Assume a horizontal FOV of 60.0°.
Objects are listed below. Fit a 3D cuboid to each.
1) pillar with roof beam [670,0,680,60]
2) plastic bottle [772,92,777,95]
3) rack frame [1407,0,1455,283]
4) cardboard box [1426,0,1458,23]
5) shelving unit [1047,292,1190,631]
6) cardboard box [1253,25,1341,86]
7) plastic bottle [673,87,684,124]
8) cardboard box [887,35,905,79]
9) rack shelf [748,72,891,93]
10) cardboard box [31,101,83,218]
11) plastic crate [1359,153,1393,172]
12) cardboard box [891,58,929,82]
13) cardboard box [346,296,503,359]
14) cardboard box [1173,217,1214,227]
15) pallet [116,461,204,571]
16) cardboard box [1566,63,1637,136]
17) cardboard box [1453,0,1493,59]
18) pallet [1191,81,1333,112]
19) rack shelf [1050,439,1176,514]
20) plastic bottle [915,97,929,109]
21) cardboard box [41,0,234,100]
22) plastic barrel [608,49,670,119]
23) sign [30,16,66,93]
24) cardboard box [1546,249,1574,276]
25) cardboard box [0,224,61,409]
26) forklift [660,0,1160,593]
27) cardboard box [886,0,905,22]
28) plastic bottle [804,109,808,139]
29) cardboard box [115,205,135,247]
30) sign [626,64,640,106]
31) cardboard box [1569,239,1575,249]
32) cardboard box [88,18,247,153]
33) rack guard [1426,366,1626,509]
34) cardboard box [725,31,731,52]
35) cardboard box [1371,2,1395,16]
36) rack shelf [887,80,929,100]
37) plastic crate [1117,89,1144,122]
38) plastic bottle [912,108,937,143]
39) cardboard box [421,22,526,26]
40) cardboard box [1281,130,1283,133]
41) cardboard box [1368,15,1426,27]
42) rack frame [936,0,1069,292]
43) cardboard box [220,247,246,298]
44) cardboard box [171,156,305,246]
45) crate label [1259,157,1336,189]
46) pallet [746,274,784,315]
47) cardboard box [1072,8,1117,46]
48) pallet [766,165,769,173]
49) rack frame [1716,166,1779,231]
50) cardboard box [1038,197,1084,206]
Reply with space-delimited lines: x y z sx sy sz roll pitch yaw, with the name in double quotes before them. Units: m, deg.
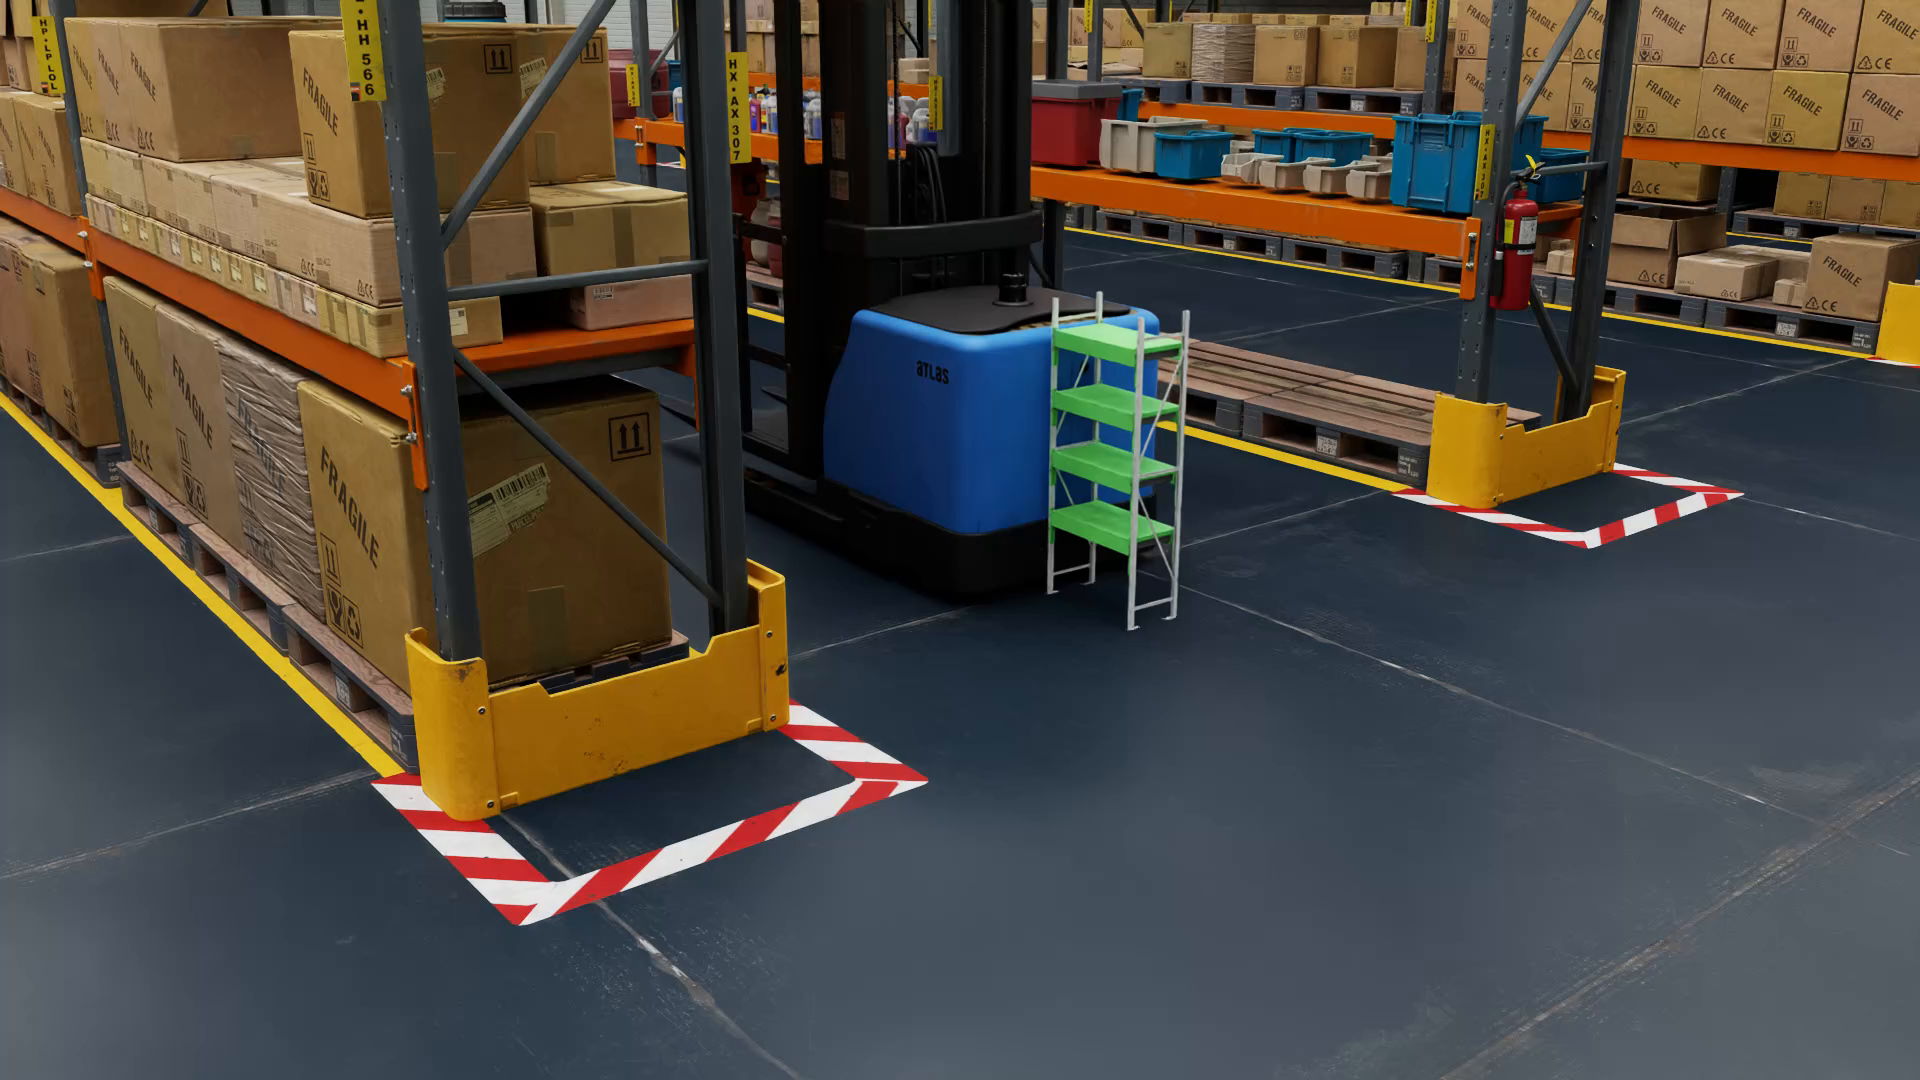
"pillar with roof beam" -9.119 -12.556 30.967 9.100 9.000 0.400 -14 23 -36
"plastic bottle" -1.476 -3.562 13.533 0.061 0.283 0.133 -14 23 -36
"rack frame" 4.164 -3.671 13.676 1.000 3.000 0.127 -14 23 -36
"cardboard box" 5.659 -6.009 18.880 0.500 0.250 0.500 -13 23 -35
"shelving unit" 0.595 -0.309 6.387 0.258 1.200 0.503 -13 22 -34
"cardboard box" 3.019 -4.341 14.872 0.500 0.500 0.700 13 23 35
"plastic bottle" -2.190 -3.462 13.242 0.152 0.276 0.135 -14 23 -36
"cardboard box" -1.084 -5.797 19.940 0.700 0.500 0.500 -15 23 -38
"rack shelf" -2.045 -5.793 21.230 1.077 0.370 4.000 -14 23 -36
"cardboard box" -4.108 -1.847 8.011 0.500 0.500 0.500 -14 23 -36
"plastic crate" 2.312 -2.010 8.984 0.250 0.136 0.298 -14 23 -36
"cardboard box" -0.463 -5.458 19.312 0.500 0.250 0.500 -12 22 -33
"cardboard box" -1.600 -0.657 4.973 0.380 0.149 0.250 -13 23 -35
"cardboard box" 2.376 -3.258 15.706 0.500 0.500 0.500 -14 23 -37
"pallet" -3.193 -0.212 7.666 1.003 0.211 1.213 -14 23 -36
"cardboard box" 4.896 -3.290 12.367 0.500 0.500 0.500 -14 23 -36
"cardboard box" 4.236 -4.022 12.986 0.500 0.500 0.500 -13 22 -35
"pallet" 2.891 -4.087 15.238 1.003 0.211 1.213 -14 23 -36
"rack shelf" 0.595 -0.248 6.407 0.258 0.148 0.480 -13 22 -34
"plastic bottle" -0.285 -3.062 12.036 0.152 0.276 0.135 -14 23 -36
"cardboard box" -4.007 -2.418 8.137 0.797 0.503 0.637 -15 23 -38
"plastic barrel" -2.731 -3.810 13.881 0.600 0.536 0.708 -14 23 -36
"sign" -4.023 -2.142 7.343 0.100 0.325 0.005 -14 23 -36
"cardboard box" 4.800 -2.178 12.974 0.380 0.166 0.250 -14 23 -36
"cardboard box" -4.573 -1.303 9.236 1.225 0.875 0.875 -15 23 -38
"forklift" -0.441 -1.583 7.482 1.130 2.935 3.031 -13 22 -34
"cardboard box" -1.084 -6.413 19.736 0.700 0.500 0.500 -14 23 -36
"plastic bottle" -1.080 -2.972 11.883 0.097 0.201 0.097 0 18 0
"cardboard box" -3.354 -1.351 7.072 0.380 0.149 0.250 -13 22 -34
"sign" -2.632 -3.659 13.380 0.100 0.325 0.005 -14 23 -36
"cardboard box" 5.206 -2.333 13.214 0.500 0.311 0.500 -14 23 -36
"cardboard box" -3.207 -1.873 6.820 0.500 0.500 0.500 -14 23 -36
"rack guard" 2.787 -0.529 8.165 1.175 0.500 0.348 -14 23 -36
"cardboard box" -2.677 -6.429 21.847 0.700 0.500 0.500 -13 22 -35
"cardboard box" 5.112 -6.344 19.858 0.250 0.149 0.380 16 24 39
"rack shelf" 0.438 -4.808 18.254 1.077 0.370 4.000 -14 23 -36
"plastic crate" 0.836 -2.677 10.606 0.392 0.384 0.575 -14 23 -36
"plastic bottle" -0.219 -2.680 10.881 0.152 0.276 0.135 -14 23 -36
"cardboard box" -1.844 -1.599 5.992 0.500 0.500 0.500 -15 23 -38
"cardboard box" 4.514 -5.080 21.209 0.700 0.500 0.500 -14 23 -36
"cardboard box" 5.261 -5.994 19.834 0.500 0.500 0.700 17 25 42
"rack frame" 0.279 -2.705 10.759 1.000 3.000 0.127 -14 23 -36
"cardboard box" -2.396 -0.972 5.925 0.380 0.149 0.250 -14 23 -36
"cardboard box" -2.587 -1.268 6.186 0.500 0.250 0.500 -14 23 -36
"crate label" 1.753 -1.926 8.731 0.396 0.136 0.243 -14 23 -36
"pallet" -0.929 -1.880 12.704 1.003 0.211 1.213 -14 23 -36
"cardboard box" 1.923 -7.208 23.373 0.500 0.500 0.500 -15 23 -38
"pallet" -2.779 -5.124 22.500 1.003 0.211 1.213 -14 23 -36
"rack frame" 8.045 -4.638 16.598 1.000 3.000 0.127 -14 23 -36
"cardboard box" 1.162 -3.632 17.266 0.500 0.250 0.500 -13 23 -35
